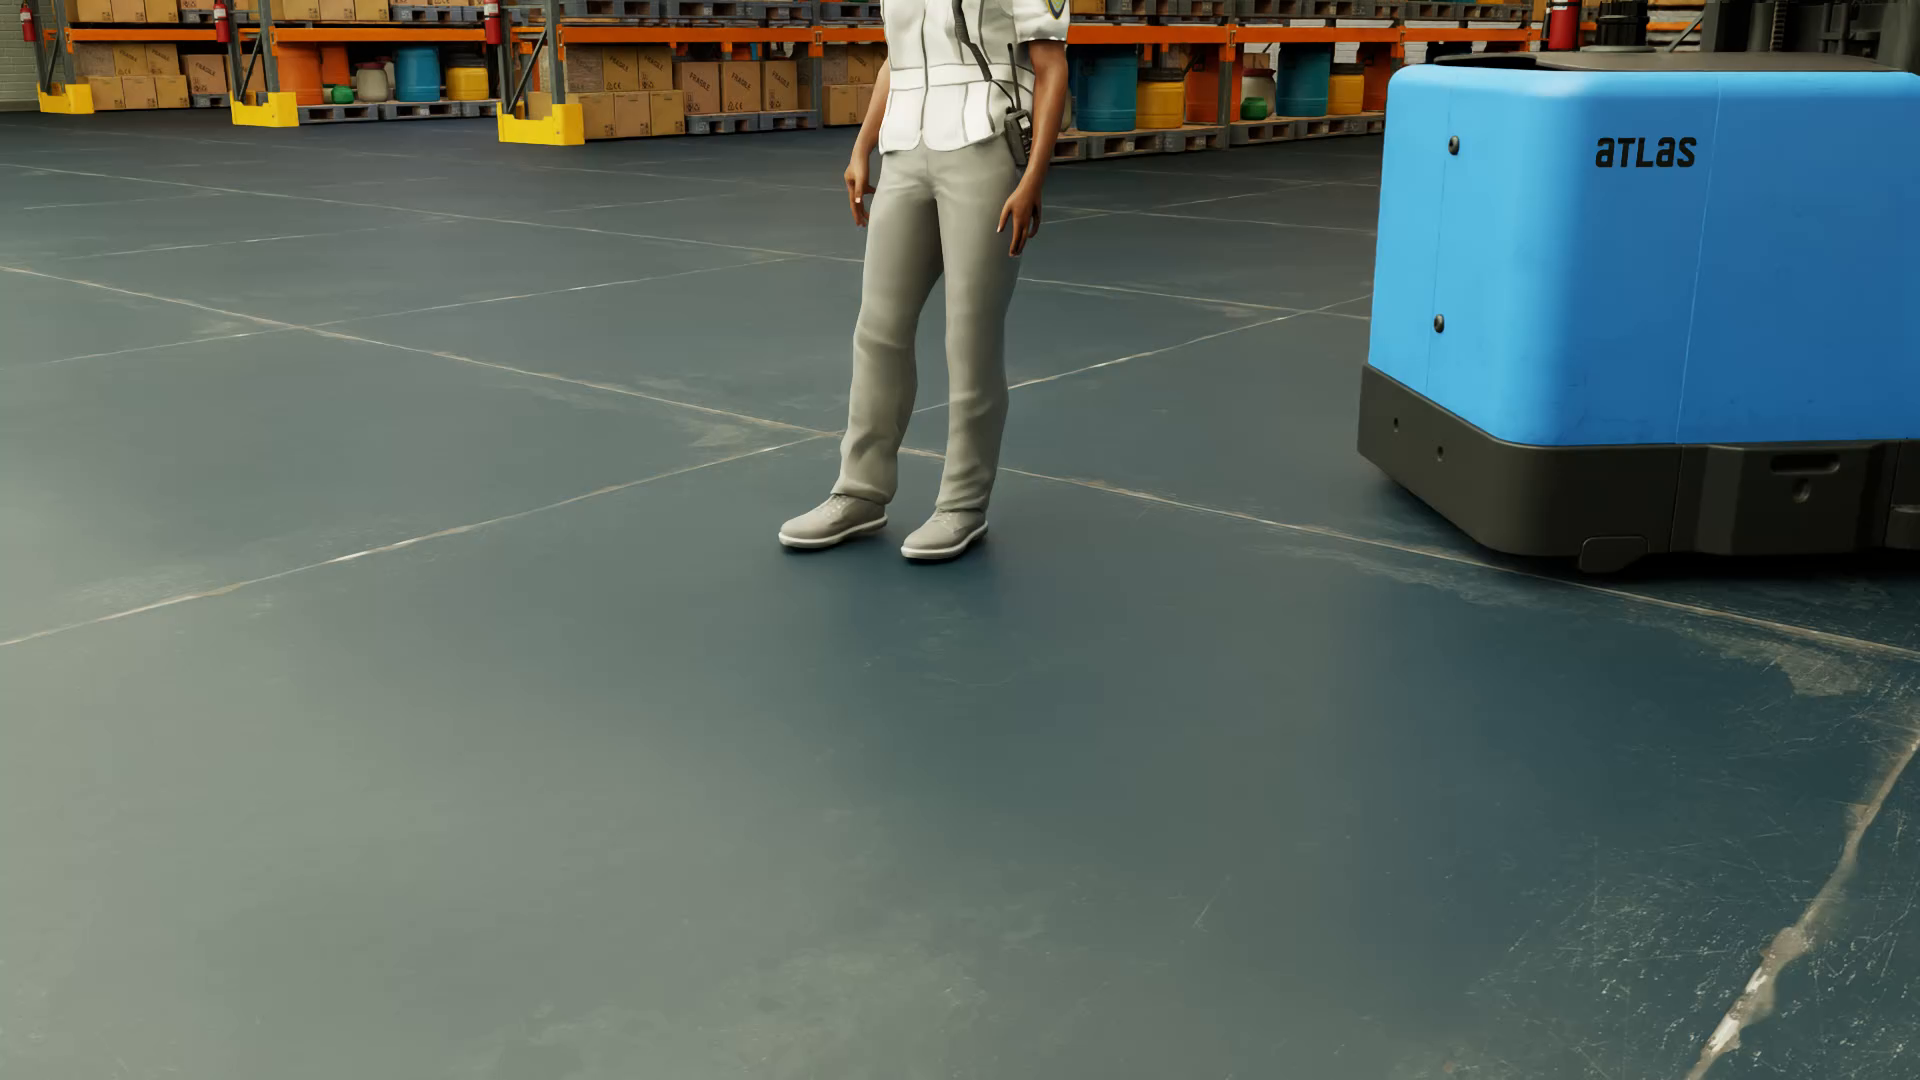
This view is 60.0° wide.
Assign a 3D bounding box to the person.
[{"bbox_3d":[-0.063,-0.803,3.651,0.569,1.693,0.528,13,21,37],"label":"person"}]

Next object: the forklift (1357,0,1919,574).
[{"bbox_3d":[2.616,-1.486,3.792,3.031,2.935,1.130,-2,17,-5],"label":"forklift"}]
